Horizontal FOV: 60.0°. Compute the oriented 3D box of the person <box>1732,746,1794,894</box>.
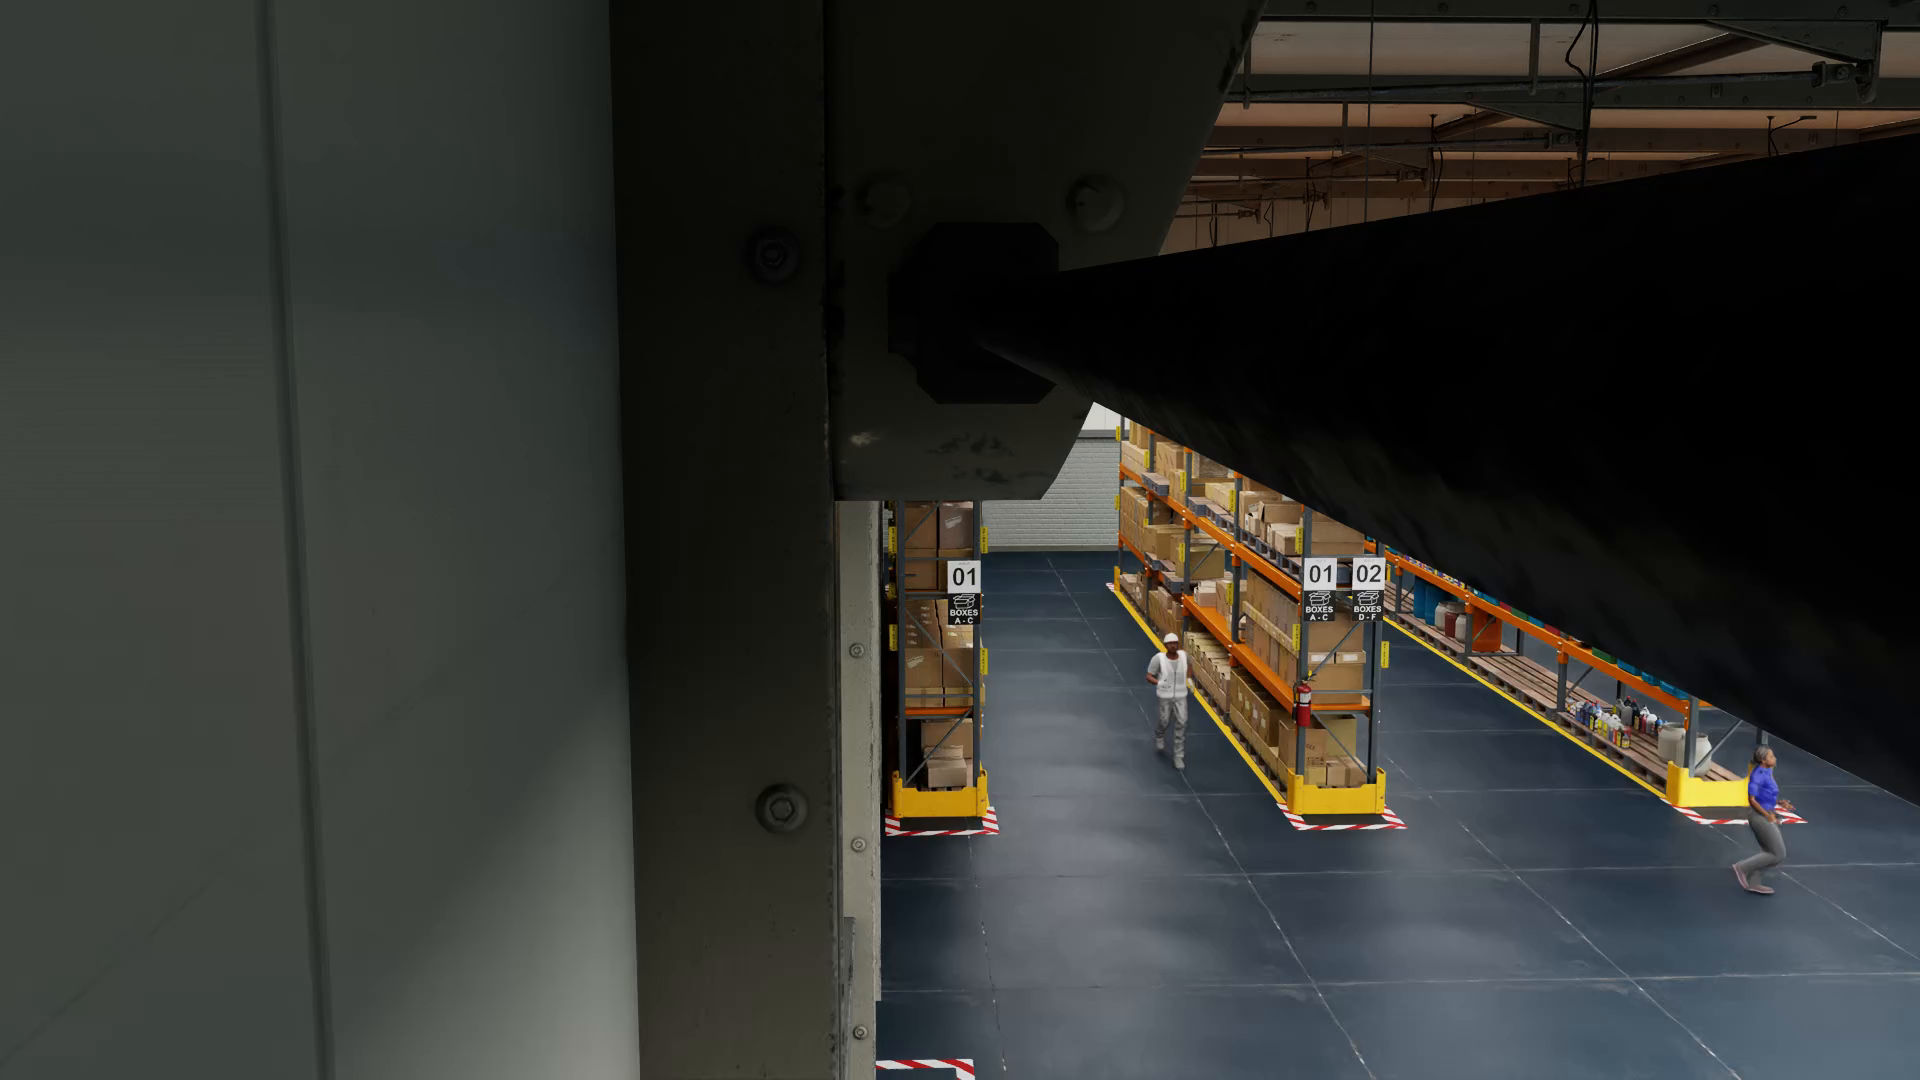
[{"bbox_3d":[8.593,2.992,17.767,0.573,1.607,0.571,3,9,21],"label":"person"}]

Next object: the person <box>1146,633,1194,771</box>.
[{"bbox_3d":[2.895,2.163,22.842,0.690,1.801,0.976,-1,8,-6],"label":"person"}]
